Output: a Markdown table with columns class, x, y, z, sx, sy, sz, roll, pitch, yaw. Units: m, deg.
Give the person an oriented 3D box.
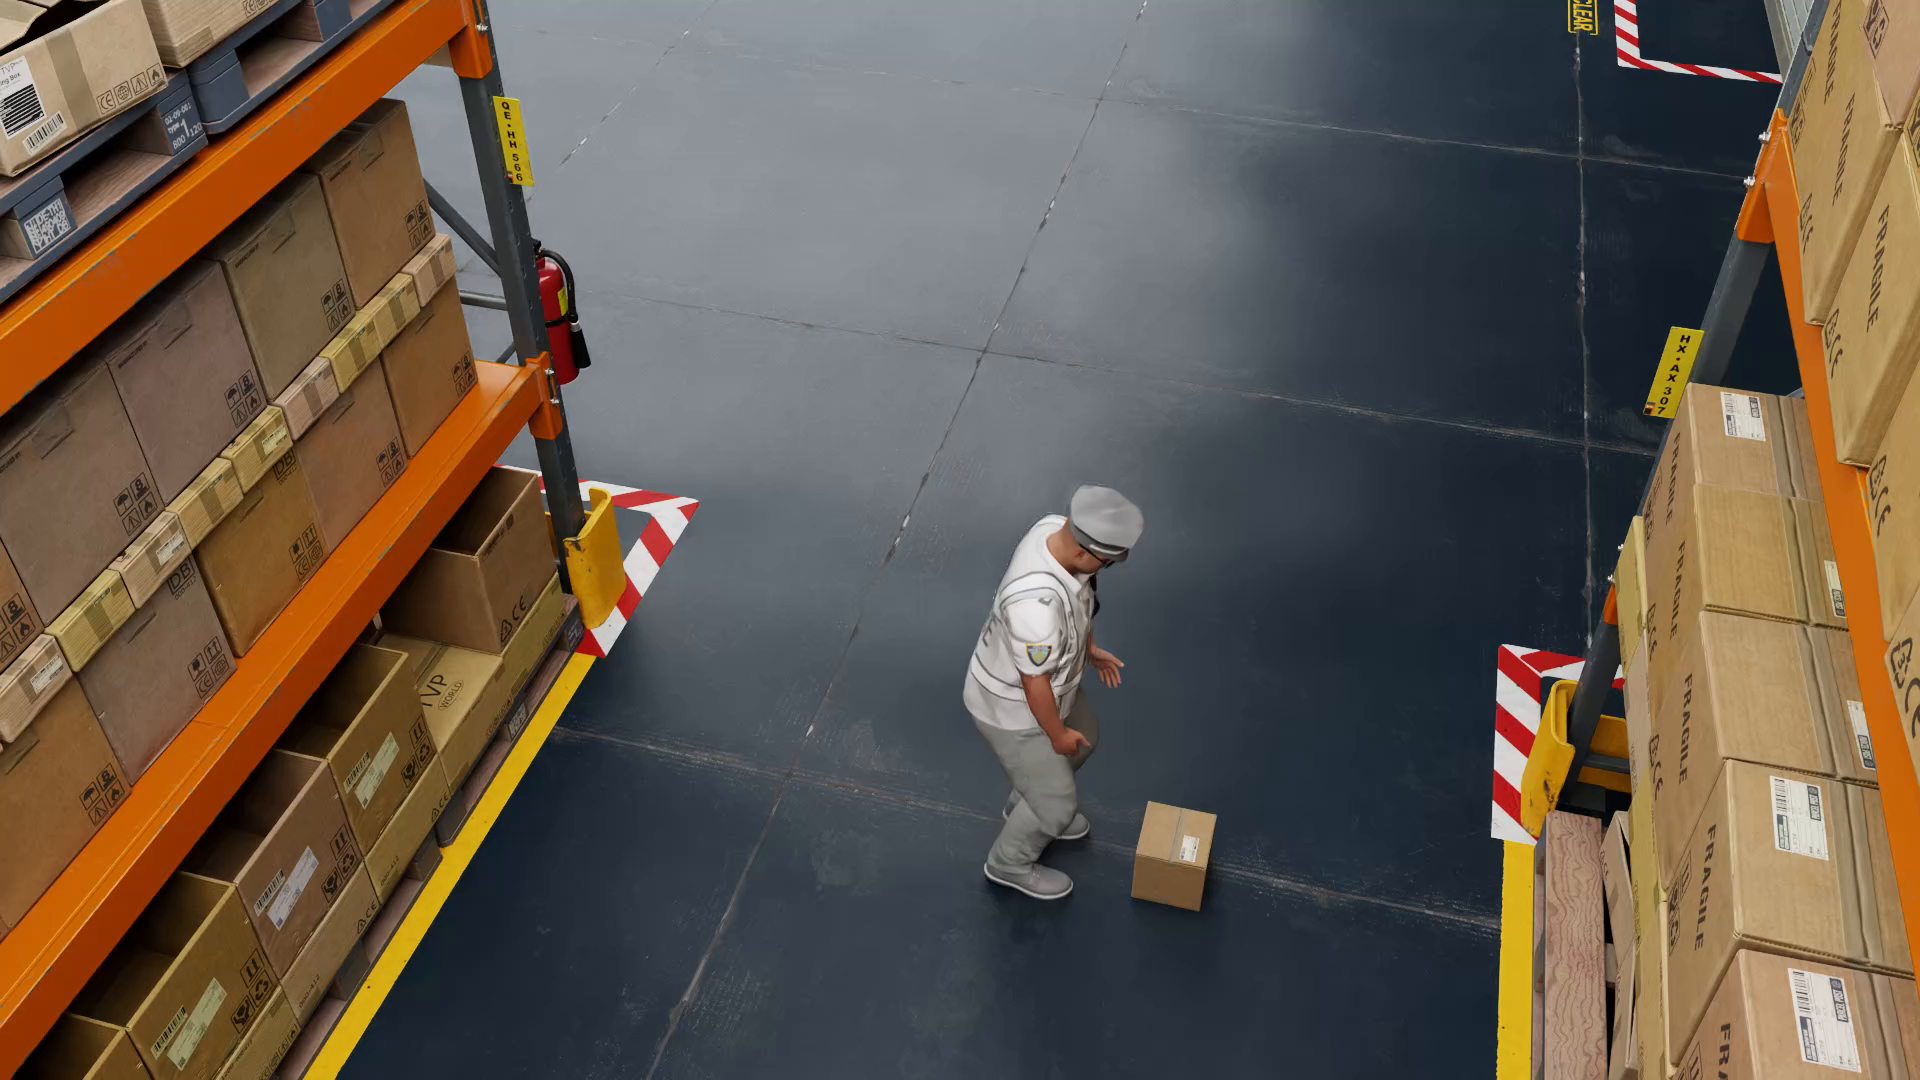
| class | x | y | z | sx | sy | sz | roll | pitch | yaw |
| --- | --- | --- | --- | --- | --- | --- | --- | --- | --- |
| person | 0.301 | 0.502 | 5.637 | 0.539 | 1.678 | 0.564 | 11 | 42 | 12 |
